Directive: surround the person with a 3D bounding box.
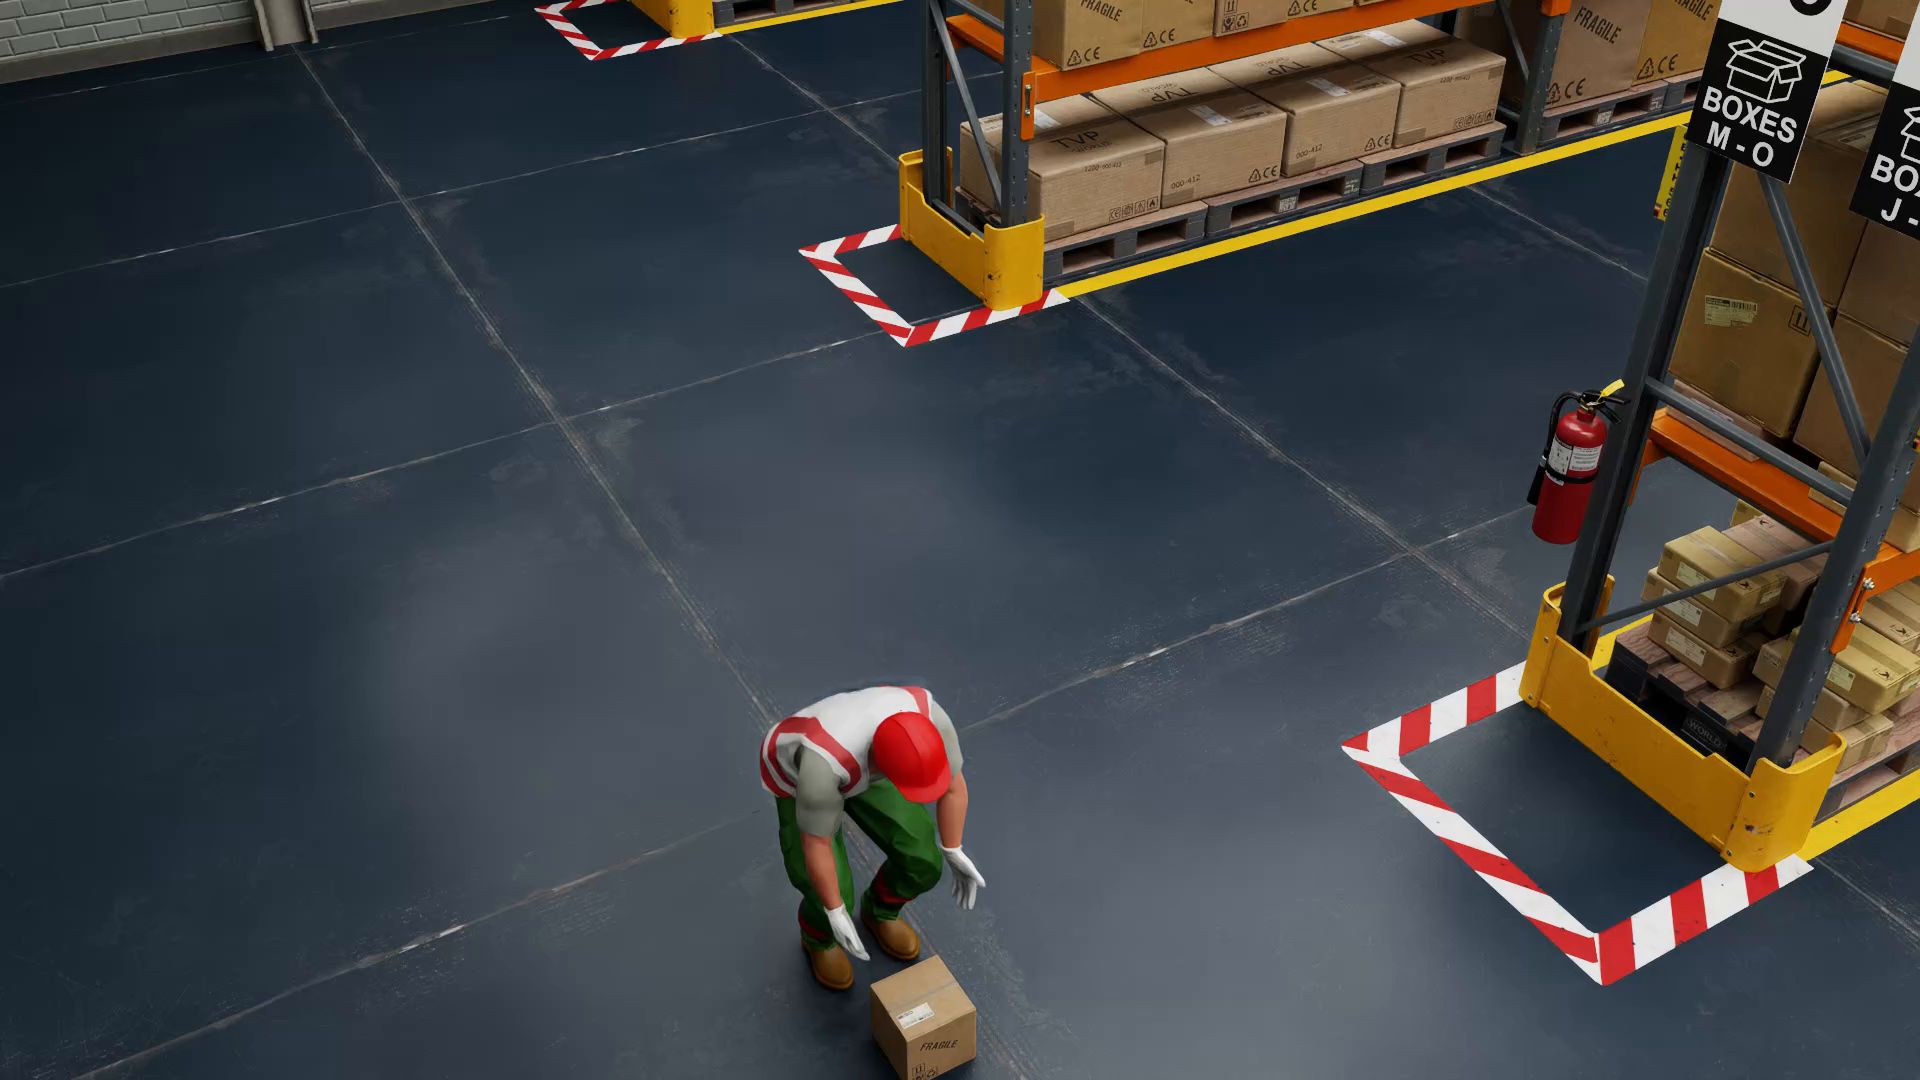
[{"bbox_3d":[-0.290,0.893,5.342,0.583,1.290,0.819,-19,41,-24],"label":"person"}]
